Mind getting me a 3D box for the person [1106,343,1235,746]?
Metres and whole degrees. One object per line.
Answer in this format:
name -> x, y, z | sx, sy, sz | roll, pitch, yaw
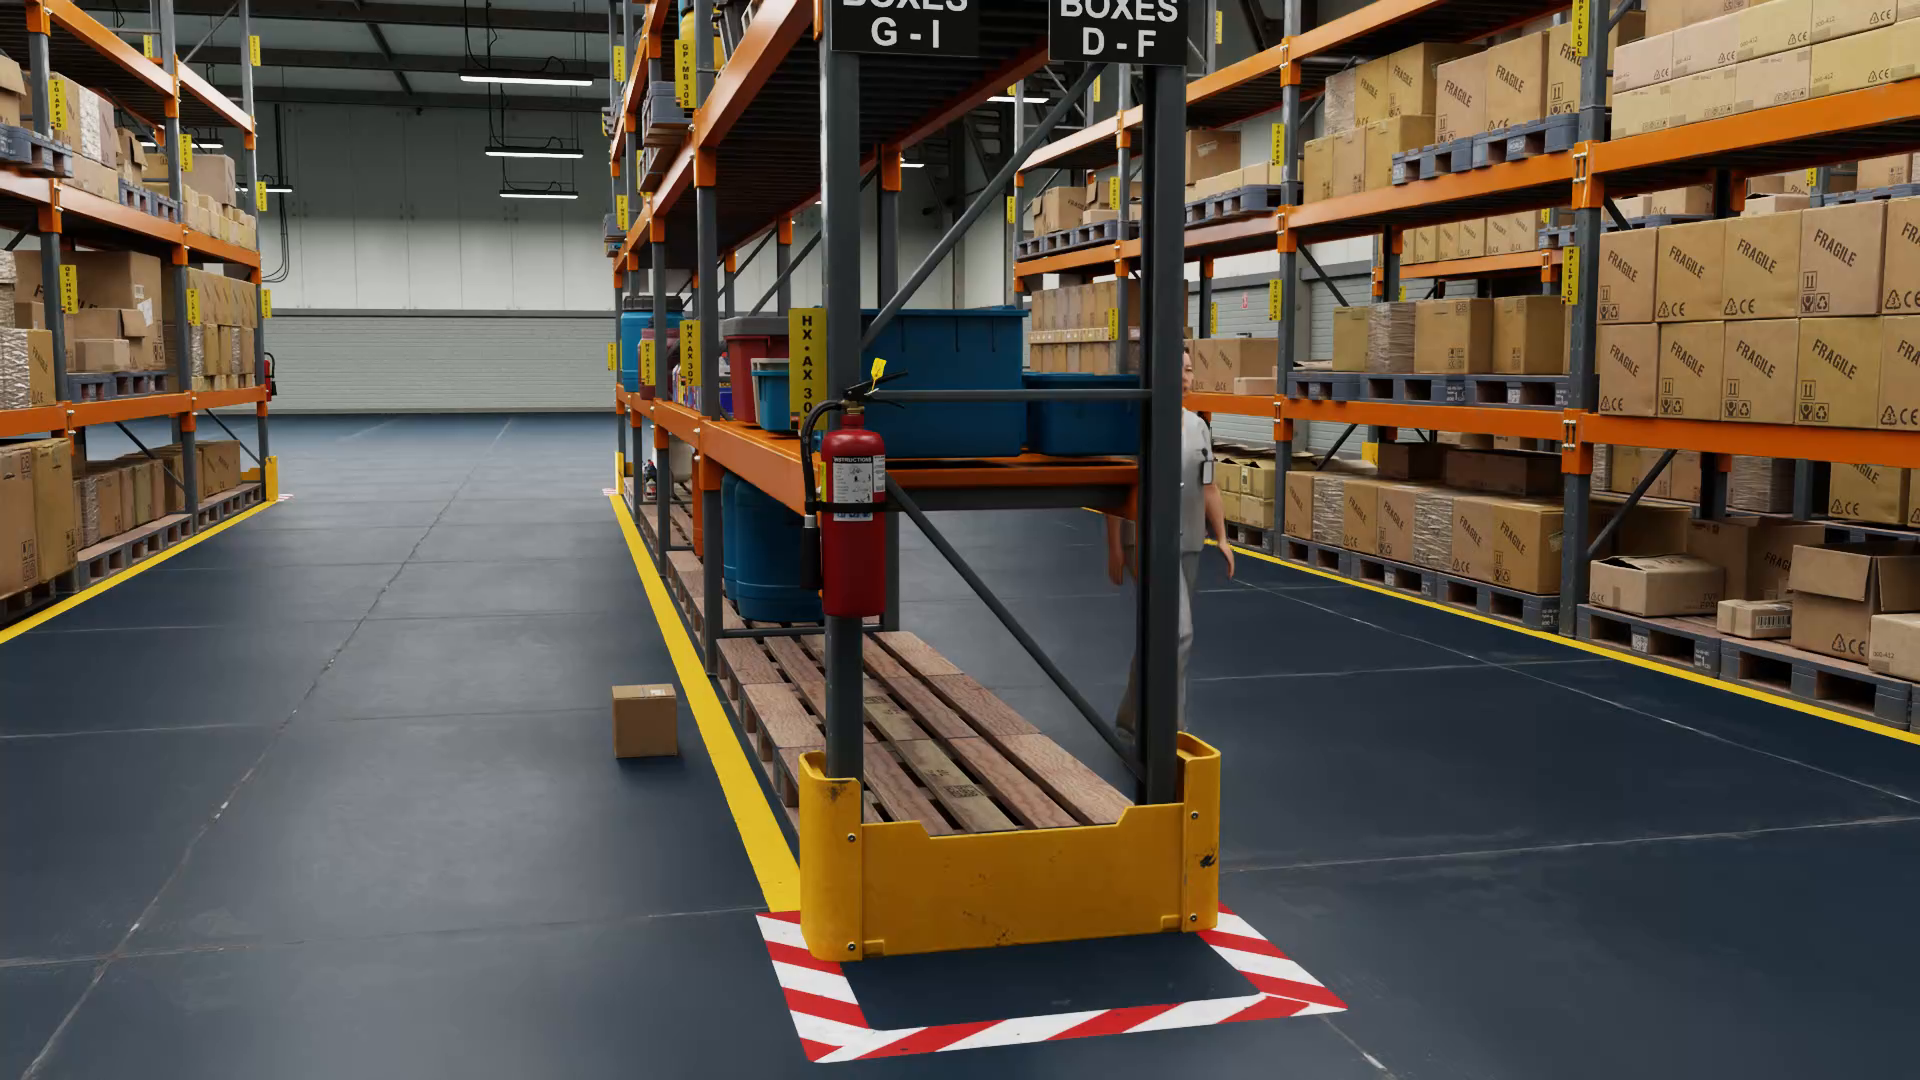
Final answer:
person -> 0.819, 0.077, 6.532 | 0.455, 1.723, 0.587 | -4, 8, -35
